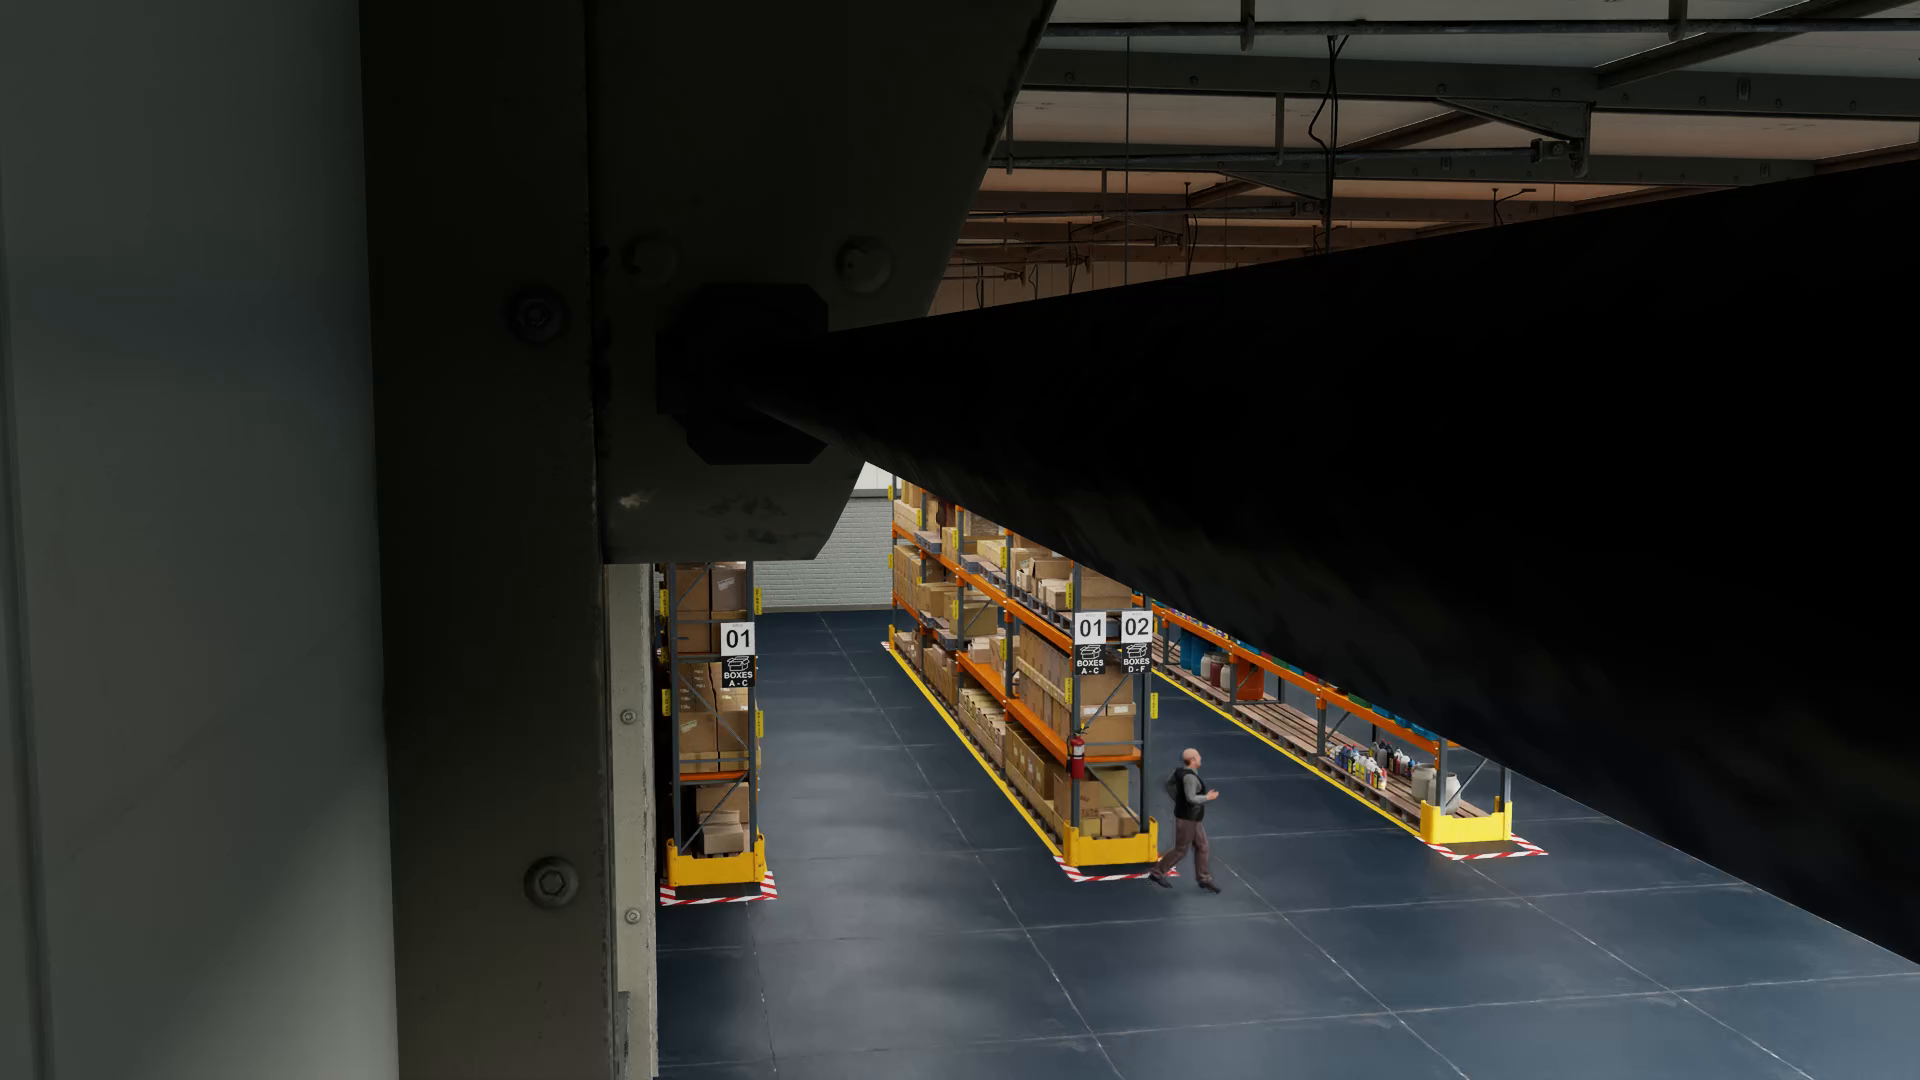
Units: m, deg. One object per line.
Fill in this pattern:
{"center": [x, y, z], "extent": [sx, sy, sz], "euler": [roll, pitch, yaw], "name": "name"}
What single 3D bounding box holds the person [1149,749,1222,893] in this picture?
{"center": [2.685, 3.347, 19.718], "extent": [0.871, 1.761, 0.635], "euler": [0, 6, 4], "name": "person"}
